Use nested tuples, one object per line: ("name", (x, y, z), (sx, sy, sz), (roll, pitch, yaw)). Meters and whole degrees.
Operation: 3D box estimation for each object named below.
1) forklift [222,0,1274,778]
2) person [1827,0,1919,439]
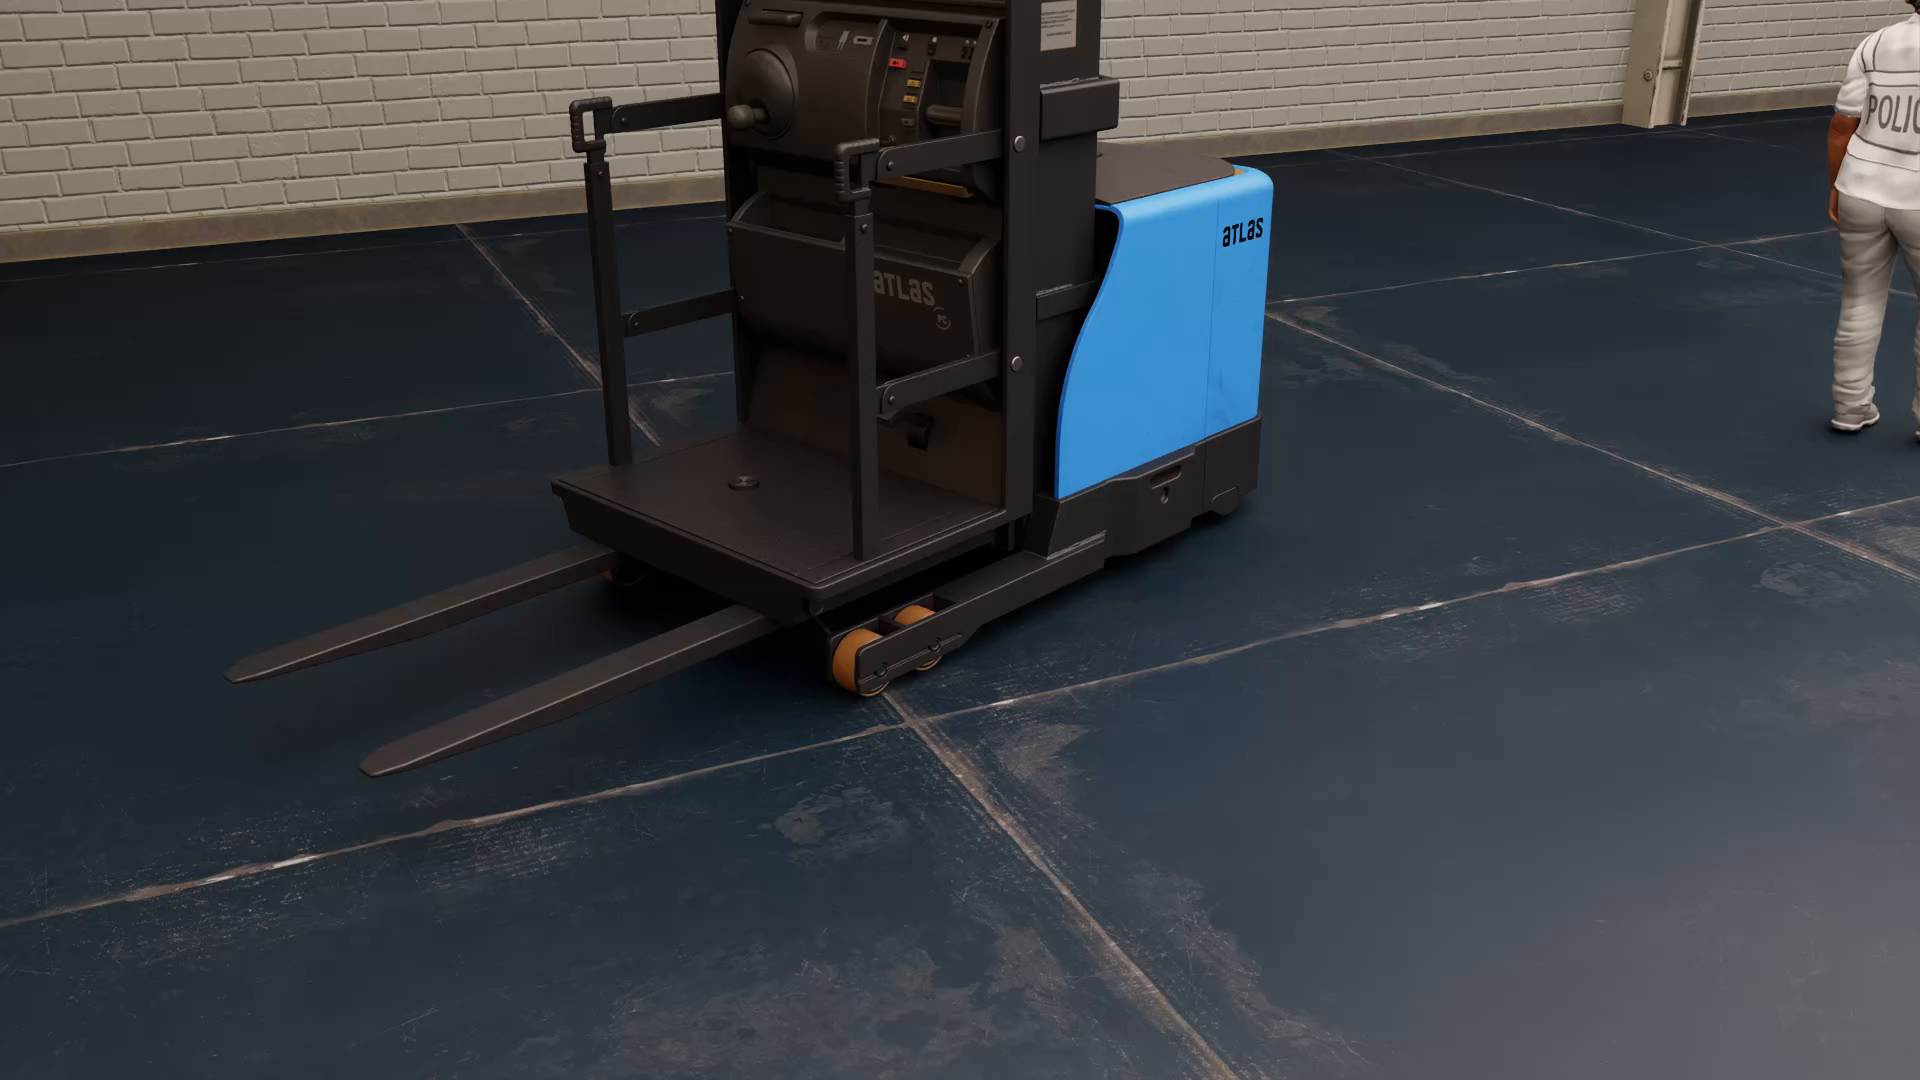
("forklift", (-0.413, -1.182, 4.131), (1.130, 2.935, 3.031), (19, 29, 39))
("person", (3.322, -1.176, 5.748), (0.529, 1.670, 0.598), (-17, 28, -35))
